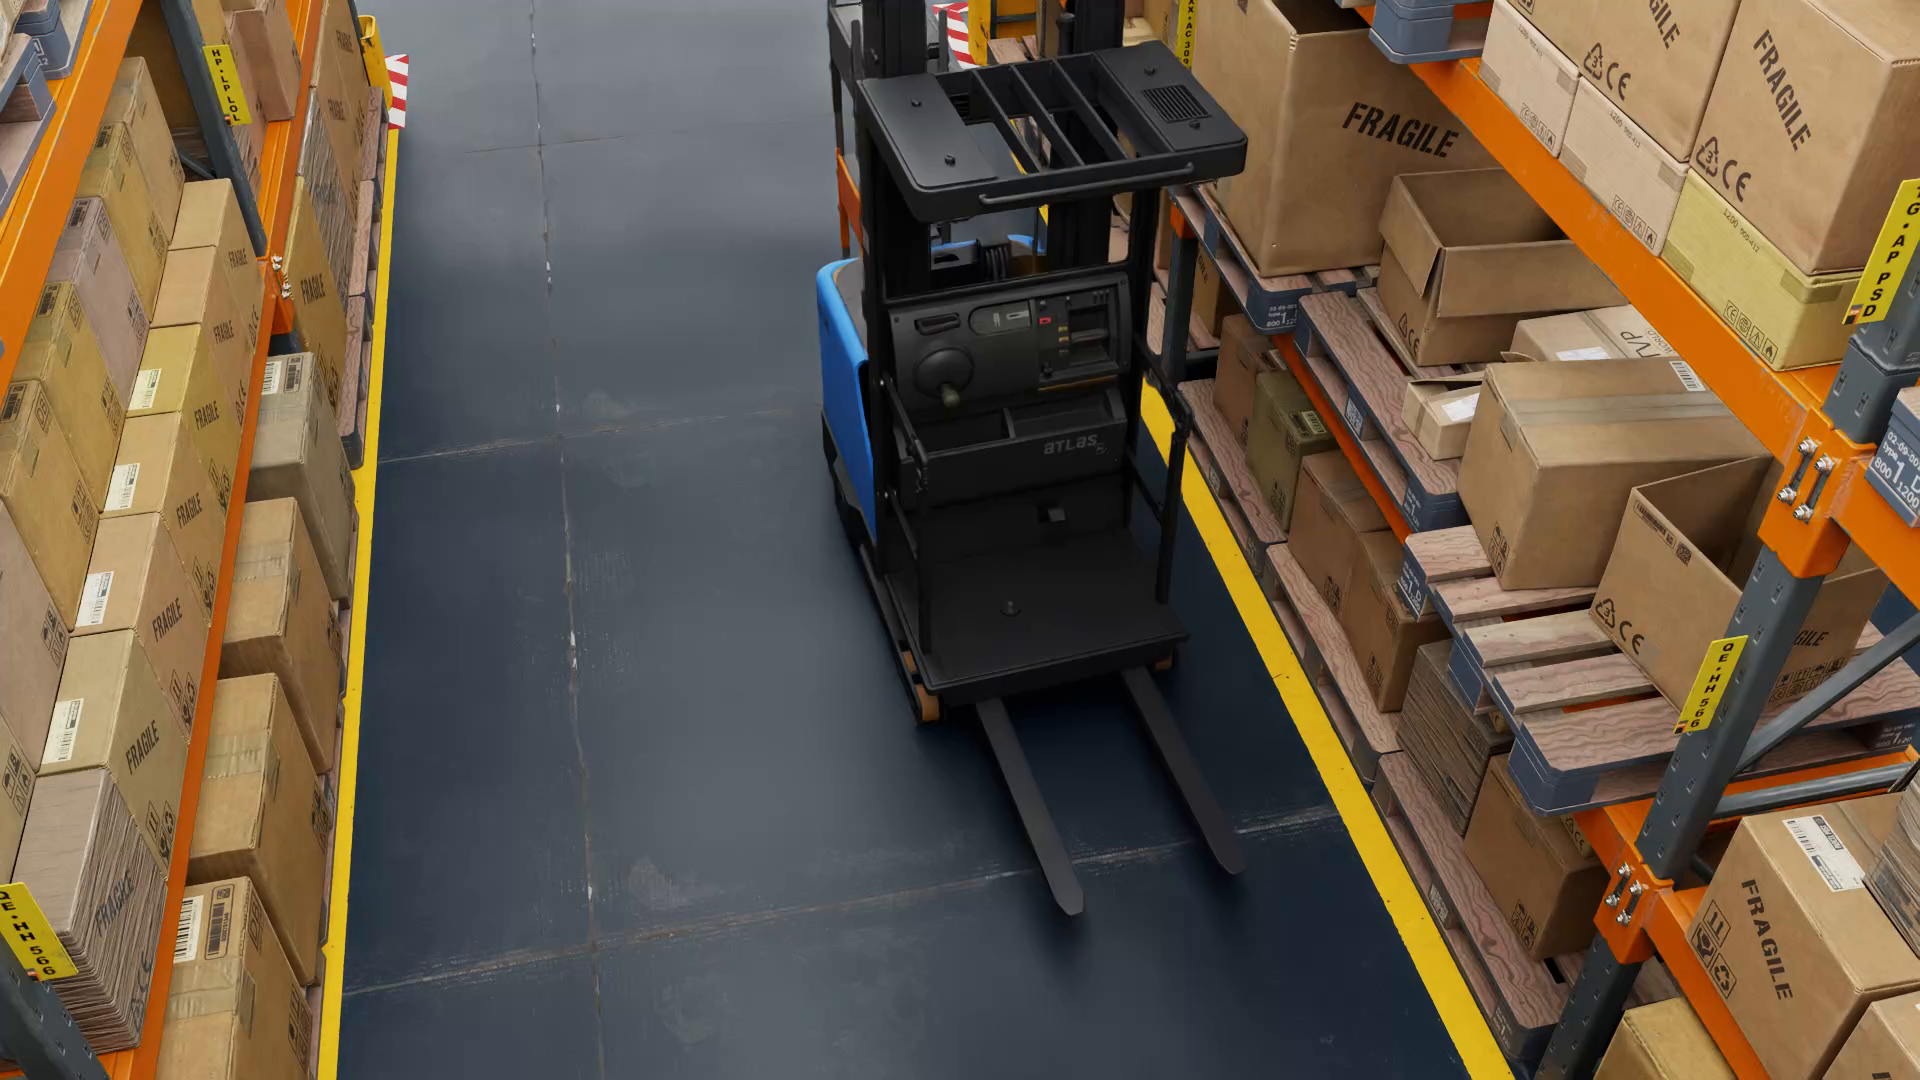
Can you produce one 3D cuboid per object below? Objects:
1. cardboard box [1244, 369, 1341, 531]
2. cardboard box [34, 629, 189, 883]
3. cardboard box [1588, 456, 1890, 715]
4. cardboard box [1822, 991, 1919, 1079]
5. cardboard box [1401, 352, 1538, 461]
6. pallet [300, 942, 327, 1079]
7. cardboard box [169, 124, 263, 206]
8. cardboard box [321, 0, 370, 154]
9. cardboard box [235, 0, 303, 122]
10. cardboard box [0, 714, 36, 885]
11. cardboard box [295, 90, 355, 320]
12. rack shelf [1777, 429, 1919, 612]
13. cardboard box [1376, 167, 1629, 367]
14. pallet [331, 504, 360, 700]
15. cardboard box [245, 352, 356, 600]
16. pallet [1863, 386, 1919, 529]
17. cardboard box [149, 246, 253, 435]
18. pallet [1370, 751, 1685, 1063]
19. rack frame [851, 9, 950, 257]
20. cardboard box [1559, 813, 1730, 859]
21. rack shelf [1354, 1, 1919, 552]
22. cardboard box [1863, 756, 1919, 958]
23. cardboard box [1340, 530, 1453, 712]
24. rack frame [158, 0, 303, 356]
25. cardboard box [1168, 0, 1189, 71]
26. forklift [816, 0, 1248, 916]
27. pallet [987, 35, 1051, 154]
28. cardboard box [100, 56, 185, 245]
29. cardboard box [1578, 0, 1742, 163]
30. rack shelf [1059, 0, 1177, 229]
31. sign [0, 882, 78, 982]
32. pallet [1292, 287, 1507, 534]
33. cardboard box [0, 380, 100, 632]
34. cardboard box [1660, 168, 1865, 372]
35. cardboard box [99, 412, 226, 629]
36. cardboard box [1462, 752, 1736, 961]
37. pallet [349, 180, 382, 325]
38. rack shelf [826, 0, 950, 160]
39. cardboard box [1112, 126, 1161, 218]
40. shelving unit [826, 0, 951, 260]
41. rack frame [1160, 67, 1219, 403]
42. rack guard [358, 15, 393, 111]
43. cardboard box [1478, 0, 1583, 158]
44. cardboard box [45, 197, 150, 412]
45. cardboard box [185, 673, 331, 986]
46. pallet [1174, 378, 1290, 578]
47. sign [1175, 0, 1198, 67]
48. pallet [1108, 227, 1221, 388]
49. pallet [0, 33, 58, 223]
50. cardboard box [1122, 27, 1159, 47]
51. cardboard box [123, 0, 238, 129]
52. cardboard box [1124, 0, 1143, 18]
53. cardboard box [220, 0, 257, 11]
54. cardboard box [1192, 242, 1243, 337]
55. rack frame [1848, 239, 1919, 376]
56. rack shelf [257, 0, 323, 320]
[{"bbox_3d":[1.693,-0.434,7.313,0.700,0.500,0.500,-9,42,-10],"label":"cardboard box"},{"bbox_3d":[-2.450,0.624,4.493,0.500,0.500,0.500,-9,42,-10],"label":"cardboard box"},{"bbox_3d":[2.205,0.137,4.726,0.500,0.500,0.500,-13,43,-15],"label":"cardboard box"},{"bbox_3d":[2.314,1.326,3.703,0.500,0.500,0.500,-9,42,-10],"label":"cardboard box"},{"bbox_3d":[1.737,-0.473,5.591,0.396,0.266,0.258,-9,42,-10],"label":"cardboard box"},{"bbox_3d":[-2.601,1.842,5.298,1.003,0.211,1.213,-8,42,-9],"label":"pallet"},{"bbox_3d":[-3.459,-1.566,6.923,0.875,0.550,0.550,-8,42,-9],"label":"cardboard box"},{"bbox_3d":[-4.020,-2.797,9.708,0.875,0.875,0.875,-8,42,-9],"label":"cardboard box"},{"bbox_3d":[-3.601,-2.286,7.734,0.875,0.550,0.550,-8,42,-9],"label":"cardboard box"},{"bbox_3d":[-2.591,0.617,3.749,0.700,0.500,0.500,-9,42,-10],"label":"cardboard box"},{"bbox_3d":[-3.633,-1.636,8.399,0.875,0.875,0.875,-8,42,-9],"label":"cardboard box"},{"bbox_3d":[2.792,1.119,2.294,1.077,0.370,4.000,-8,42,-9],"label":"rack shelf"},{"bbox_3d":[1.962,-1.003,6.007,0.797,0.503,0.637,-4,42,-5],"label":"cardboard box"},{"bbox_3d":[-3.127,0.260,7.080,1.003,0.211,1.213,-8,42,-9],"label":"pallet"},{"bbox_3d":[-3.146,-0.198,6.874,1.050,0.750,0.750,-9,42,-10],"label":"cardboard box"},{"bbox_3d":[2.551,0.034,3.117,1.213,0.211,1.003,-7,42,-7],"label":"pallet"},{"bbox_3d":[-2.885,-0.682,5.965,0.500,0.500,0.500,-9,42,-10],"label":"cardboard box"},{"bbox_3d":[2.193,1.212,6.008,1.003,0.211,1.213,-8,42,-9],"label":"pallet"},{"bbox_3d":[-0.242,-1.337,7.442,0.400,2.100,0.015,-10,42,-11],"label":"rack frame"},{"bbox_3d":[2.187,0.735,5.430,0.500,0.250,0.500,-7,42,-8],"label":"cardboard box"},{"bbox_3d":[1.929,-1.474,5.215,1.077,0.370,4.000,-8,42,-9],"label":"rack shelf"},{"bbox_3d":[2.503,0.739,3.608,0.797,0.503,0.637,-7,42,-8],"label":"cardboard box"},{"bbox_3d":[1.935,0.290,6.497,0.700,0.500,0.500,-5,42,-6],"label":"cardboard box"},{"bbox_3d":[-3.368,-1.272,6.705,1.000,3.000,0.127,-8,42,-9],"label":"rack frame"},{"bbox_3d":[1.461,-2.366,7.639,0.875,0.500,0.500,-8,42,-9],"label":"cardboard box"},{"bbox_3d":[0.261,-0.659,6.066,1.130,2.935,3.031,-11,43,-12],"label":"forklift"},{"bbox_3d":[0.791,-2.886,10.624,1.003,0.211,1.213,-8,42,-9],"label":"pallet"},{"bbox_3d":[-3.255,-1.362,5.979,0.700,0.500,0.500,-9,42,-10],"label":"cardboard box"},{"bbox_3d":[1.892,-1.275,3.997,0.500,0.500,0.500,-8,42,-9],"label":"cardboard box"},{"bbox_3d":[1.066,-2.945,9.131,1.077,0.370,4.000,-8,42,-9],"label":"rack shelf"},{"bbox_3d":[-1.976,0.833,3.521,0.100,0.325,0.005,-8,42,-9],"label":"sign"},{"bbox_3d":[1.893,-0.530,6.014,1.003,0.211,1.213,-8,42,-9],"label":"pallet"},{"bbox_3d":[-2.815,-0.043,4.492,0.700,0.500,0.500,-9,42,-10],"label":"cardboard box"},{"bbox_3d":[2.019,-0.663,3.873,0.500,0.250,0.500,-8,42,-9],"label":"cardboard box"},{"bbox_3d":[-2.664,-0.026,5.226,0.500,0.500,0.500,-9,42,-10],"label":"cardboard box"},{"bbox_3d":[2.197,1.014,5.681,0.700,0.500,0.500,-10,43,-12],"label":"cardboard box"},{"bbox_3d":[-3.722,-1.526,9.092,1.003,0.211,1.213,-8,42,-9],"label":"pallet"},{"bbox_3d":[-0.309,-2.011,7.175,0.431,0.518,0.480,-10,42,-11],"label":"rack shelf"},{"bbox_3d":[1.108,-2.166,9.279,0.500,0.500,0.500,-12,43,-13],"label":"cardboard box"},{"bbox_3d":[-0.306,-1.489,7.621,0.431,2.100,0.503,-10,42,-11],"label":"shelving unit"},{"bbox_3d":[1.497,-1.917,7.432,1.000,3.000,0.127,-8,42,-9],"label":"rack frame"},{"bbox_3d":[-4.236,-2.946,10.474,1.175,0.500,0.348,-8,42,-9],"label":"rack guard"},{"bbox_3d":[1.793,-1.309,4.600,0.500,0.250,0.500,-7,42,-8],"label":"cardboard box"},{"bbox_3d":[-3.033,-0.702,5.234,0.700,0.500,0.500,-8,42,-9],"label":"cardboard box"},{"bbox_3d":[-2.740,1.031,5.489,1.050,0.750,0.750,-8,42,-9],"label":"cardboard box"},{"bbox_3d":[1.667,-0.370,7.790,1.003,0.211,1.213,-8,42,-9],"label":"pallet"},{"bbox_3d":[0.969,-2.158,7.052,0.100,0.325,0.005,-8,42,-9],"label":"sign"},{"bbox_3d":[1.318,-1.305,8.843,1.003,0.211,1.213,-8,42,-9],"label":"pallet"},{"bbox_3d":[-2.939,-0.865,4.129,1.003,0.211,1.213,-7,42,-7],"label":"pallet"},{"bbox_3d":[0.961,-2.401,8.166,0.380,0.149,0.250,-8,42,-9],"label":"cardboard box"},{"bbox_3d":[-3.414,-1.976,6.572,0.875,0.550,0.550,-8,42,-9],"label":"cardboard box"},{"bbox_3d":[1.181,-3.005,8.358,0.875,0.500,0.500,-8,42,-9],"label":"cardboard box"},{"bbox_3d":[-3.628,-2.686,7.371,0.875,0.550,0.550,-8,42,-9],"label":"cardboard box"},{"bbox_3d":[1.450,-1.405,8.421,0.500,0.500,0.500,-10,42,-11],"label":"cardboard box"},{"bbox_3d":[2.361,-1.568,2.520,1.000,3.000,0.127,-8,42,-9],"label":"rack frame"},{"bbox_3d":[-3.799,-2.299,8.405,1.077,0.370,4.000,-8,42,-9],"label":"rack shelf"}]
